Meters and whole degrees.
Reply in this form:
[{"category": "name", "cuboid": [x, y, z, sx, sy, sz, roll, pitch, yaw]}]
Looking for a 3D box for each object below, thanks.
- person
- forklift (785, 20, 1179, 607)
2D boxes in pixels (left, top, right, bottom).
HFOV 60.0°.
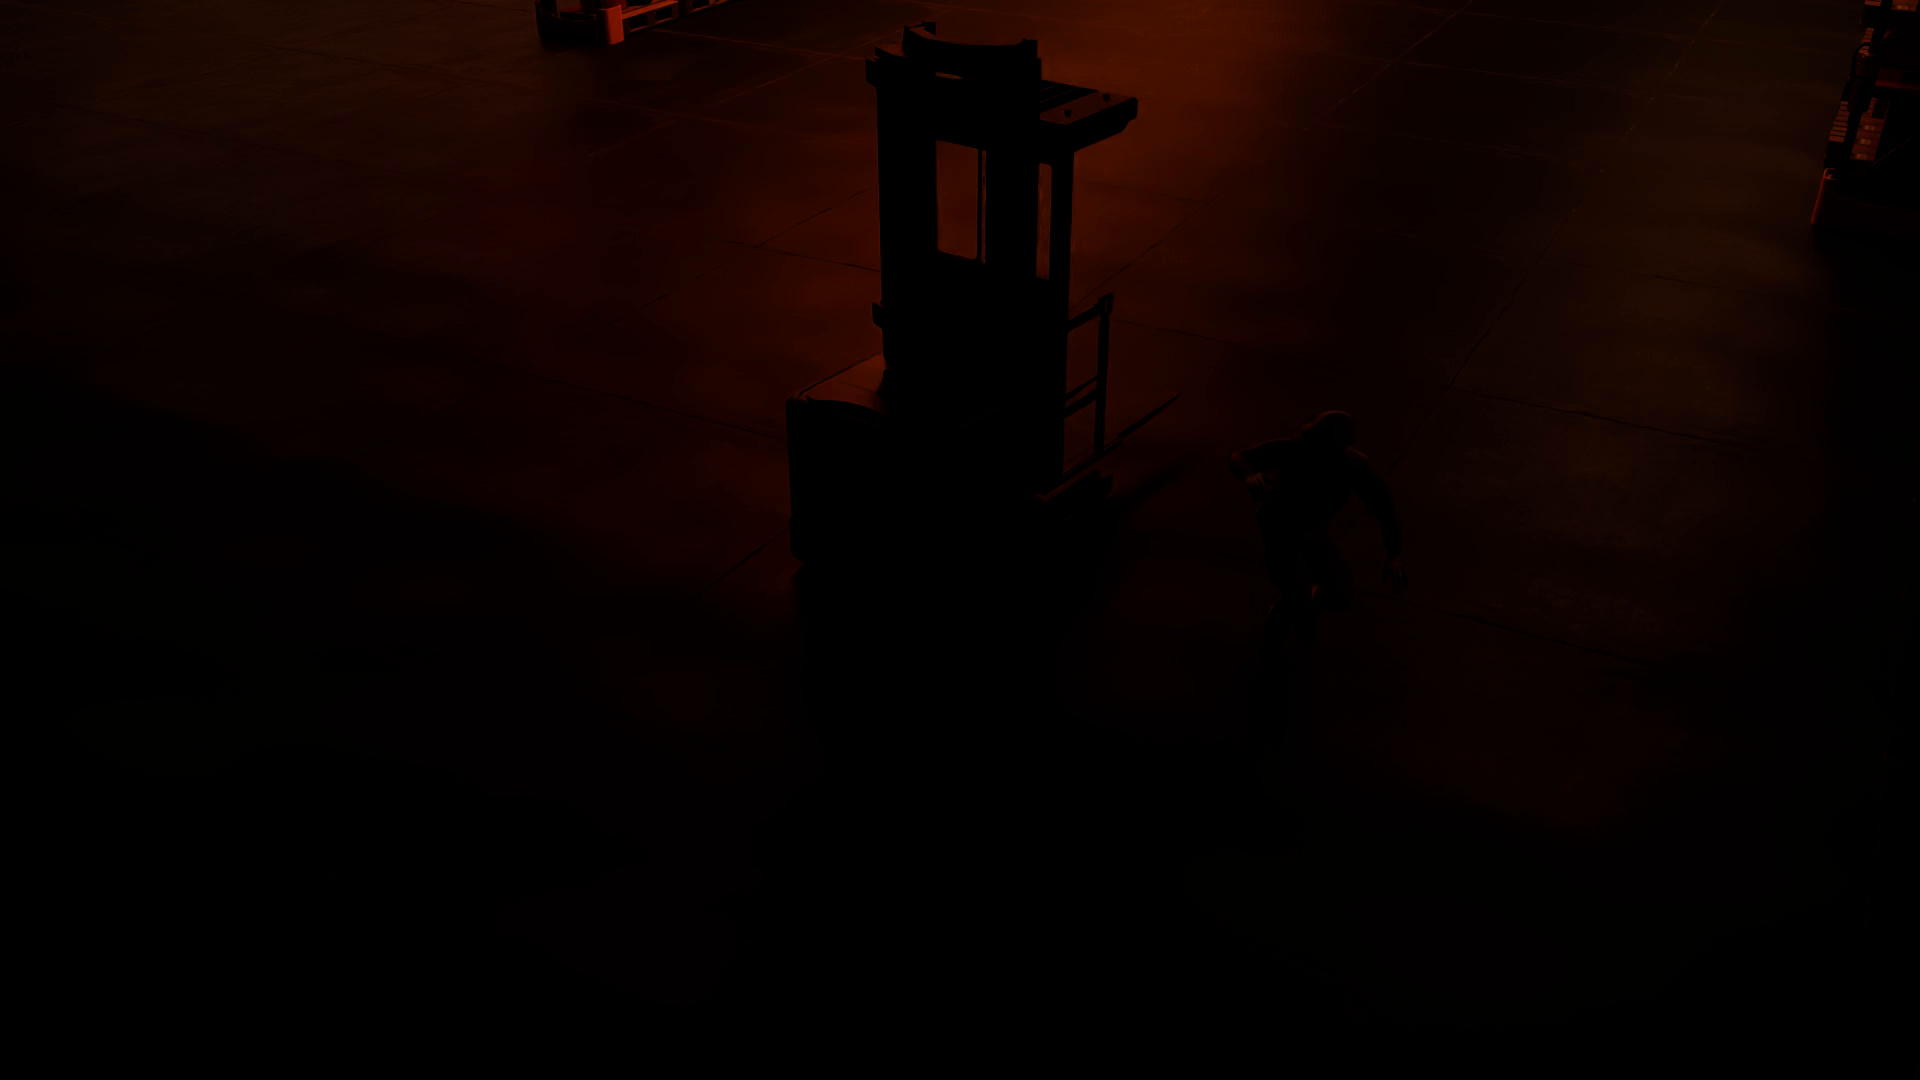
[{"category": "person", "cuboid": [1.781, 0.039, 8.448, 0.796, 1.482, 0.979, -4, 30, -6]}, {"category": "forklift", "cuboid": [0.304, -1.573, 9.796, 1.130, 2.935, 3.031, 21, 36, 32]}]
